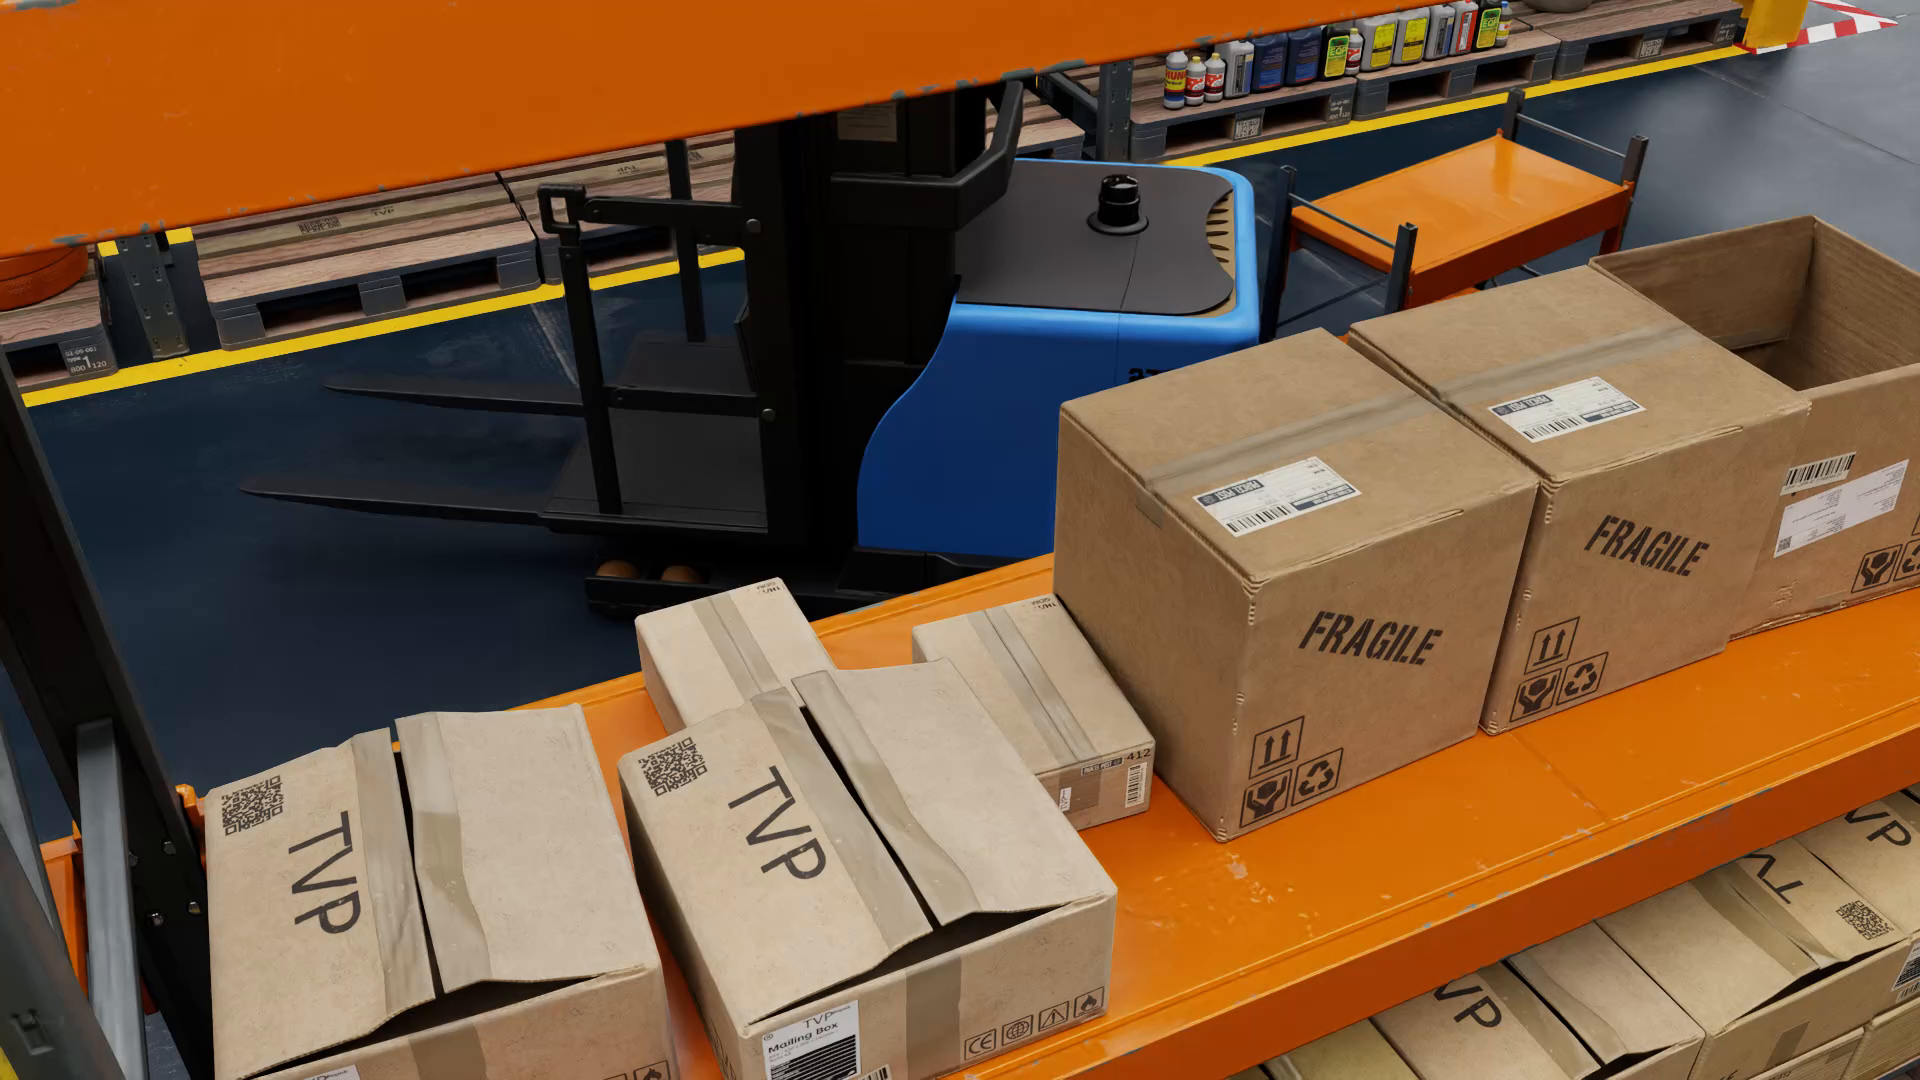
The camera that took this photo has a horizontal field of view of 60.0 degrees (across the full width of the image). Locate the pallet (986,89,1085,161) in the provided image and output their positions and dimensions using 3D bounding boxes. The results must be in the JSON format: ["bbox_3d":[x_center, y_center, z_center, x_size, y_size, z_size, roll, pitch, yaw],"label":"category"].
[{"bbox_3d":[-0.201,-1.820,7.526,1.213,0.211,1.003,-16,39,-20],"label":"pallet"}]

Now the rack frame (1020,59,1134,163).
[{"bbox_3d":[0.494,-3.159,6.992,0.127,3.000,1.000,-16,39,-20],"label":"rack frame"}]

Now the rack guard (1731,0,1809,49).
[{"bbox_3d":[4.066,-3.123,9.041,0.348,0.500,1.175,-16,39,-20],"label":"rack guard"}]

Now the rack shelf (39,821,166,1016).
[{"bbox_3d":[-2.837,1.320,1.556,4.000,0.370,1.077,-16,39,-20],"label":"rack shelf"}]

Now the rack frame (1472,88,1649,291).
[{"bbox_3d":[1.907,-0.868,5.475,0.032,1.125,0.500,-23,42,-28],"label":"rack frame"}]

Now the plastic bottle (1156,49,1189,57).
[{"bbox_3d":[1.016,-2.513,7.974,0.185,0.351,0.144,-16,39,-20],"label":"plastic bottle"}]

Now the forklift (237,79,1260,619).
[{"bbox_3d":[-0.674,-1.244,4.467,3.031,2.935,1.130,4,37,6],"label":"forklift"}]

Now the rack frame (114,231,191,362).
[{"bbox_3d":[-3.127,-2.147,5.627,0.127,3.000,1.000,-16,39,-20],"label":"rack frame"}]

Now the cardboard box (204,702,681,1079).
[{"bbox_3d":[-0.678,0.492,2.143,0.500,0.311,0.500,-13,39,-17],"label":"cardboard box"}]

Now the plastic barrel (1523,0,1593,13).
[{"bbox_3d":[3.098,-3.007,8.522,0.421,0.512,0.421,0,37,0],"label":"plastic barrel"}]

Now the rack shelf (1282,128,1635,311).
[{"bbox_3d":[1.496,-0.925,5.061,1.000,0.278,0.538,-23,42,-28],"label":"rack shelf"}]

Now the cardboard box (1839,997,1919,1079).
[{"bbox_3d":[1.884,0.837,3.559,0.500,0.250,0.500,-16,40,-21],"label":"cardboard box"}]

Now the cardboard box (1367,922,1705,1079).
[{"bbox_3d":[0.973,0.866,3.050,0.500,0.311,0.500,-16,39,-21],"label":"cardboard box"}]

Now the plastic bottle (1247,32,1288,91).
[{"bbox_3d":[1.401,-2.253,7.624,0.185,0.351,0.144,-15,39,-19],"label":"plastic bottle"}]

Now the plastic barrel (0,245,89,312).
[{"bbox_3d":[-3.563,-1.311,5.969,0.708,0.830,0.600,-16,39,-20],"label":"plastic barrel"}]

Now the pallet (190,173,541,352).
[{"bbox_3d":[-2.409,-1.202,6.694,1.213,0.211,1.003,-16,39,-20],"label":"pallet"}]

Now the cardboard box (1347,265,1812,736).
[{"bbox_3d":[0.963,-0.082,2.758,0.500,0.500,0.500,-16,39,-20],"label":"cardboard box"}]

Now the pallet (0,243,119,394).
[{"bbox_3d":[-3.823,-0.805,6.158,1.213,0.211,1.003,-16,39,-20],"label":"pallet"}]

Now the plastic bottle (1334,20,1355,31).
[{"bbox_3d":[1.871,-2.452,7.955,0.135,0.276,0.152,-16,39,-20],"label":"plastic bottle"}]

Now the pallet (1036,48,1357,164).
[{"bbox_3d":[1.119,-2.187,8.021,1.213,0.211,1.003,-16,39,-20],"label":"pallet"}]

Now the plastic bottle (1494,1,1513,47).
[{"bbox_3d":[2.638,-2.523,8.114,0.097,0.201,0.097,0,37,0],"label":"plastic bottle"}]

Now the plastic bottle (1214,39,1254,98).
[{"bbox_3d":[1.249,-2.183,7.592,0.135,0.276,0.152,-14,39,-18],"label":"plastic bottle"}]

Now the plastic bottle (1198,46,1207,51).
[{"bbox_3d":[1.214,-2.536,8.068,0.135,0.276,0.152,-16,39,-20],"label":"plastic bottle"}]

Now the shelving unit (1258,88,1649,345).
[{"bbox_3d":[1.496,-0.690,5.236,1.048,1.125,0.538,-23,42,-28],"label":"shelving unit"}]

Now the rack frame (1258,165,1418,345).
[{"bbox_3d":[1.084,-0.512,4.996,0.032,1.125,0.500,-23,42,-28],"label":"rack frame"}]

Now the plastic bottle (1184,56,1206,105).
[{"bbox_3d":[1.060,-2.082,7.519,0.097,0.201,0.097,0,37,0],"label":"plastic bottle"}]

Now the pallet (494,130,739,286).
[{"bbox_3d":[-1.307,-1.509,7.107,1.213,0.211,1.003,-16,39,-20],"label":"pallet"}]

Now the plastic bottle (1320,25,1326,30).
[{"bbox_3d":[1.689,-2.326,7.789,0.097,0.271,0.097,0,37,0],"label":"plastic bottle"}]

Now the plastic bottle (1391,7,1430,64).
[{"bbox_3d":[2.125,-2.455,7.897,0.185,0.351,0.144,-14,39,-18],"label":"plastic bottle"}]

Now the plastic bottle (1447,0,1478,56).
[{"bbox_3d":[2.399,-2.504,8.026,0.135,0.276,0.152,-15,39,-20],"label":"plastic bottle"}]

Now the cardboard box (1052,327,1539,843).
[{"bbox_3d":[0.486,0.052,2.579,0.500,0.500,0.500,-18,40,-22],"label":"cardboard box"}]

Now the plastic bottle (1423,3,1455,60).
[{"bbox_3d":[2.273,-2.469,7.978,0.135,0.276,0.152,-17,40,-21],"label":"plastic bottle"}]

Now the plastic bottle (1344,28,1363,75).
[{"bbox_3d":[1.838,-2.300,7.812,0.097,0.201,0.097,0,37,0],"label":"plastic bottle"}]

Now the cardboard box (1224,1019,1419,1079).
[{"bbox_3d":[0.507,0.996,2.874,0.500,0.311,0.500,-17,40,-21],"label":"cardboard box"}]

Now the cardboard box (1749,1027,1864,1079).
[{"bbox_3d":[1.421,0.967,3.385,0.500,0.250,0.500,-15,39,-19],"label":"cardboard box"}]

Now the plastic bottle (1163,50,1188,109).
[{"bbox_3d":[0.968,-2.085,7.464,0.097,0.271,0.097,0,37,0],"label":"plastic bottle"}]

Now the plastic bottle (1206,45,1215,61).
[{"bbox_3d":[1.204,-2.243,7.667,0.133,0.283,0.061,-16,39,-20],"label":"plastic bottle"}]

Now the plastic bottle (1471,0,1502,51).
[{"bbox_3d":[2.540,-2.517,8.036,0.133,0.283,0.061,-15,39,-19],"label":"plastic bottle"}]

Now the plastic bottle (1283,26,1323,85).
[{"bbox_3d":[1.572,-2.301,7.688,0.185,0.351,0.144,-17,40,-22],"label":"plastic bottle"}]

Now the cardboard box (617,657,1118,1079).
[{"bbox_3d":[-0.134,0.439,2.215,0.500,0.311,0.500,-16,39,-20],"label":"cardboard box"}]

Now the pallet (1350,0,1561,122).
[{"bbox_3d":[2.225,-2.498,8.441,1.213,0.211,1.003,-16,39,-20],"label":"pallet"}]

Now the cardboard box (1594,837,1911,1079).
[{"bbox_3d":[1.429,0.740,3.219,0.500,0.311,0.500,-16,39,-20],"label":"cardboard box"}]

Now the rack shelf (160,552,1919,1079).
[{"bbox_3d":[0.784,0.308,2.921,4.000,0.370,1.077,-16,39,-20],"label":"rack shelf"}]

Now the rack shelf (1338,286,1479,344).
[{"bbox_3d":[1.496,-0.493,5.382,1.000,0.278,0.538,-23,42,-28],"label":"rack shelf"}]

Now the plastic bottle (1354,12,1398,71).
[{"bbox_3d":[1.956,-2.408,7.833,0.185,0.351,0.144,-16,39,-20],"label":"plastic bottle"}]

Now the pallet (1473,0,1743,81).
[{"bbox_3d":[3.328,-2.805,8.854,1.213,0.211,1.003,-16,39,-20],"label":"pallet"}]

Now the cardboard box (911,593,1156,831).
[{"bbox_3d":[0.104,0.273,2.575,0.250,0.149,0.380,-13,38,-17],"label":"cardboard box"}]

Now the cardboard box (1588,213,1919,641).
[{"bbox_3d":[1.416,-0.209,2.929,0.500,0.500,0.500,-13,38,-17],"label":"cardboard box"}]

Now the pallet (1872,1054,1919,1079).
[{"bbox_3d":[1.945,0.840,3.940,1.213,0.211,1.003,-16,39,-20],"label":"pallet"}]

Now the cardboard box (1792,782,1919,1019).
[{"bbox_3d":[1.882,0.615,3.387,0.500,0.311,0.500,-15,39,-19],"label":"cardboard box"}]

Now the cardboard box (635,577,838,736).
[{"bbox_3d":[-0.329,0.249,2.607,0.250,0.149,0.380,-16,39,-20],"label":"cardboard box"}]

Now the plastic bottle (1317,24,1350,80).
[{"bbox_3d":[1.739,-2.293,7.734,0.133,0.283,0.061,-14,39,-18],"label":"plastic bottle"}]

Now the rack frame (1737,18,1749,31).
[{"bbox_3d":[4.115,-4.172,8.357,0.127,3.000,1.000,-16,39,-20],"label":"rack frame"}]
